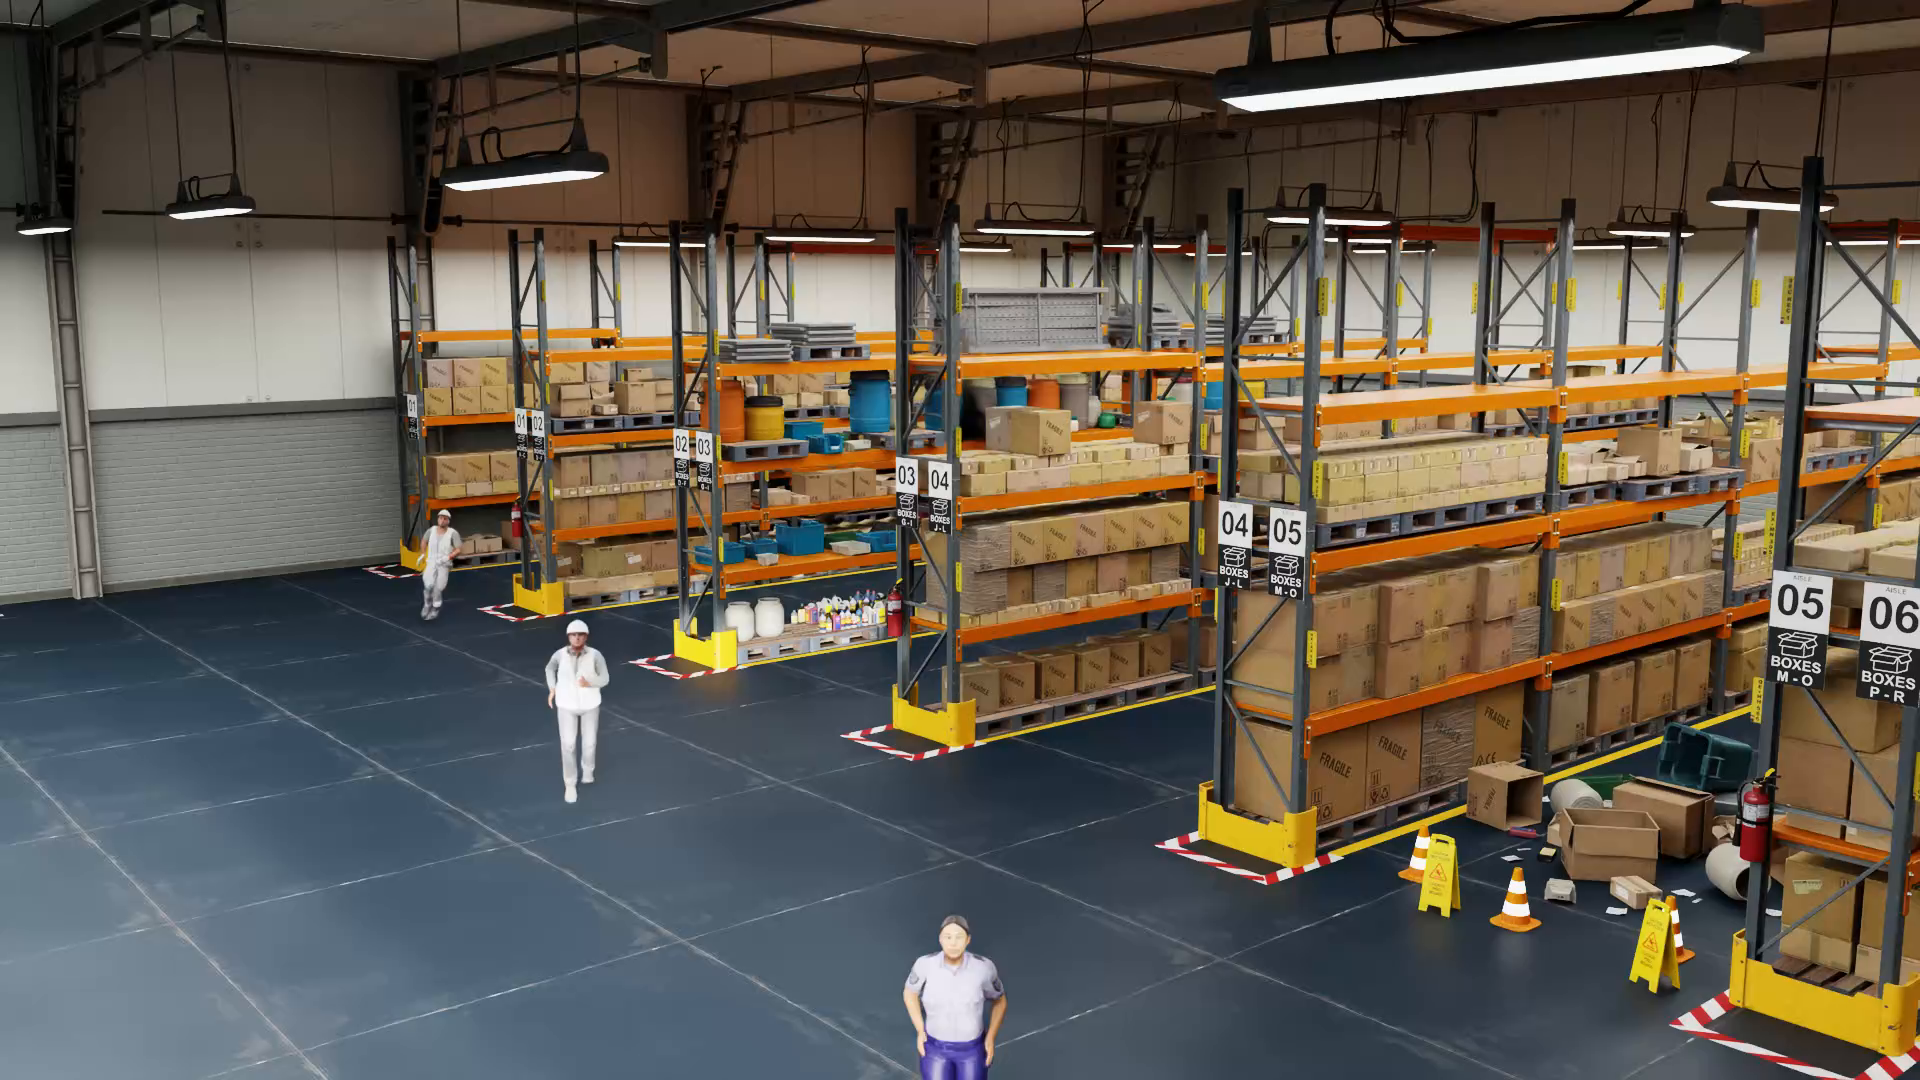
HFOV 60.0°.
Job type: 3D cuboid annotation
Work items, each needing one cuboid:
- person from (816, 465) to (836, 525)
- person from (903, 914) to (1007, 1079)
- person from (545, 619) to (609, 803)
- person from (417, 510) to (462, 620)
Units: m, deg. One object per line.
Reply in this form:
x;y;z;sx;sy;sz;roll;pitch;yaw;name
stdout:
-2.519;-0.629;32.092;0.958;1.750;0.721;-8;12;-43;person
-0.034;2.935;9.589;0.608;1.621;0.648;1;9;5;person
-3.872;1.714;16.883;0.625;1.834;0.766;-2;9;-14;person
-7.992;0.396;25.492;0.702;1.714;0.625;-1;9;-5;person
